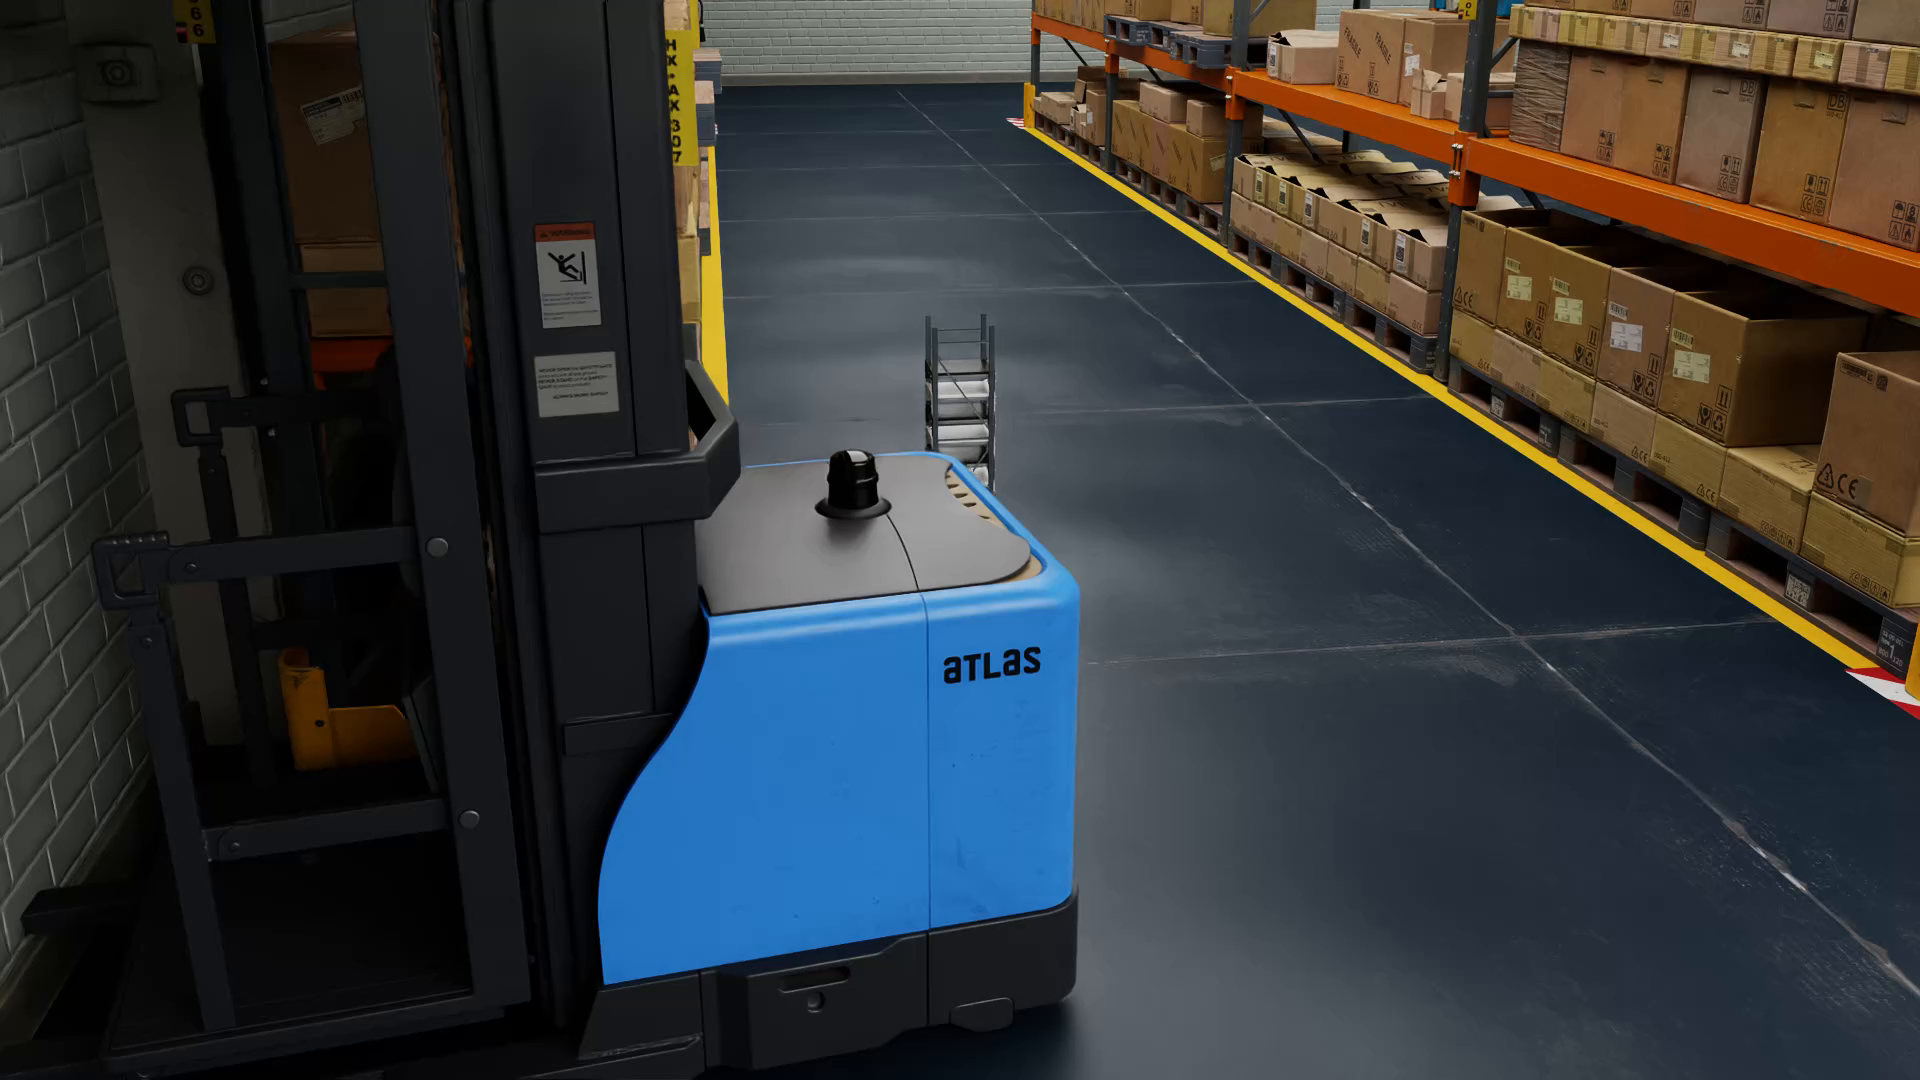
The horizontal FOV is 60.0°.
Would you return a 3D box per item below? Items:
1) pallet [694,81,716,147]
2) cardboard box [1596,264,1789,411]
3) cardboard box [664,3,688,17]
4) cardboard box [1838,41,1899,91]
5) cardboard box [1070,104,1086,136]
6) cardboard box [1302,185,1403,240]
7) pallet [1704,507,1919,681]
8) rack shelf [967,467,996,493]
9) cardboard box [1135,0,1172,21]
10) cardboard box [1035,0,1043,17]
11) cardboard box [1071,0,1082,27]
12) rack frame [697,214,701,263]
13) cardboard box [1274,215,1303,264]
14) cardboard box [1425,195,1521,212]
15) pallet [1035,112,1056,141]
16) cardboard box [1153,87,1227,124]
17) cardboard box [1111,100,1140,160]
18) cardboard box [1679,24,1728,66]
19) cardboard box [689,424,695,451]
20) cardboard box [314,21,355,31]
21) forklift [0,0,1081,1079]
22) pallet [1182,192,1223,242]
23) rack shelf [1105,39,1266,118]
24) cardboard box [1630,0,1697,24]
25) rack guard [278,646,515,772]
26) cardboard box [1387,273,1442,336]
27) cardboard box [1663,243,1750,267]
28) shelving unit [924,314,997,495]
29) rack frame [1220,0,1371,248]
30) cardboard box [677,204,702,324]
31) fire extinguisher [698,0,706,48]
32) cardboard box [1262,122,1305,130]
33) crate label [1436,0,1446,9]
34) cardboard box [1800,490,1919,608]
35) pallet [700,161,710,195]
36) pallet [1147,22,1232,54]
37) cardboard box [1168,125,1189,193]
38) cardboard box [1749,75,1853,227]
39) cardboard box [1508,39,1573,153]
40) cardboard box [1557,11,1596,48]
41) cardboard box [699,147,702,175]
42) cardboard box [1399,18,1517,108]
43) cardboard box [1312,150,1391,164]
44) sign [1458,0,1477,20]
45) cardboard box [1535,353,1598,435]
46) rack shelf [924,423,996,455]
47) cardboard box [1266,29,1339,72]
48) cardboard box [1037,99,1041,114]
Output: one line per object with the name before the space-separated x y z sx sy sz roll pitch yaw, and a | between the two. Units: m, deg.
pallet | -1.784 -2.223 8.656 1.003 0.211 1.213 -3 21 -8
cardboard box | 3.059 -0.857 6.981 0.500 0.500 0.500 -3 21 -8
cardboard box | -1.228 -1.656 5.977 0.500 0.500 0.500 -2 21 -6
cardboard box | 3.306 -1.647 5.769 0.380 0.149 0.250 -3 21 -7
cardboard box | 1.459 -4.451 17.561 0.500 0.311 0.500 -3 21 -8
cardboard box | 2.522 -2.116 10.623 0.500 0.311 0.500 -3 21 -8
pallet | 3.509 0.136 6.050 1.003 0.211 1.213 -3 21 -8
rack shelf | -0.001 -0.225 6.641 0.258 0.077 0.200 -3 21 -8
cardboard box | 1.939 -4.896 14.793 0.700 0.500 0.500 0 20 1
cardboard box | 1.157 -6.327 19.226 0.500 0.500 0.500 -2 21 -7
cardboard box | 1.452 -5.625 17.347 0.500 0.500 0.500 -2 21 -7
rack frame | -2.394 -3.426 11.602 1.000 3.000 0.127 -3 21 -8
cardboard box | 2.446 -2.036 11.210 0.500 0.250 0.500 -3 21 -9
cardboard box | 3.128 -1.972 10.237 0.500 0.311 0.500 -4 21 -10
pallet | 1.481 -4.838 19.369 1.003 0.211 1.213 -3 21 -8
cardboard box | 1.976 -3.749 14.338 0.500 0.250 0.500 -3 21 -9
cardboard box | 1.759 -3.917 15.862 0.500 0.500 0.500 -4 21 -10
cardboard box | 3.158 -2.004 6.725 0.380 0.149 0.250 -3 21 -8
cardboard box | -1.390 -0.389 6.415 0.700 0.500 0.500 -4 21 -11
cardboard box | -1.582 -1.274 4.954 0.500 0.500 0.500 -3 21 -7
forklift | -1.309 -0.298 3.325 3.031 2.935 1.130 -6 21 -16
pallet | 2.437 -2.631 13.460 1.003 0.211 1.213 -3 21 -8
rack shelf | 2.219 -4.033 14.254 1.077 0.370 4.000 -3 21 -8
cardboard box | 3.299 -2.445 6.979 0.700 0.500 0.500 -3 21 -8
rack guard | -1.252 0.488 4.694 1.175 0.500 0.348 -3 21 -8
cardboard box | 2.737 -1.330 9.319 0.500 0.250 0.500 -3 21 -8
cardboard box | 3.503 -1.056 7.514 0.500 0.500 0.500 -3 21 -8
shelving unit | -0.001 -0.424 6.566 0.258 0.900 0.210 -3 21 -8
rack frame | 2.507 -3.677 12.275 1.000 3.000 0.127 -3 21 -8
cardboard box | -0.997 -0.780 4.704 0.500 0.250 0.500 -4 21 -9
fire extinguisher | -3.113 -6.061 19.299 0.296 0.674 0.183 -3 21 -8
cardboard box | 2.576 -3.239 14.046 0.500 0.500 0.500 -3 21 -8
crate label | 5.966 -6.543 20.102 0.416 0.233 0.303 -3 21 -8
cardboard box | 3.291 0.013 5.723 0.500 0.250 0.500 -3 21 -8
pallet | -2.785 -3.241 15.093 1.003 0.211 1.213 -3 21 -8
pallet | 2.222 -4.260 14.110 1.003 0.211 1.213 -3 21 -8
cardboard box | 2.066 -3.204 13.950 0.500 0.500 0.500 -4 21 -10
cardboard box | 3.459 -1.470 6.223 0.700 0.500 0.500 -3 21 -7
cardboard box | 3.154 -2.186 8.139 0.700 0.500 0.500 -3 21 -9
cardboard box | 3.006 -2.364 7.689 0.380 0.149 0.250 -3 21 -9
cardboard box | -2.618 -3.475 14.204 0.750 0.750 0.750 -2 21 -6
cardboard box | 2.913 -2.788 9.752 0.500 0.500 0.500 -1 21 -4
cardboard box | 2.826 -2.680 12.132 0.500 0.311 0.500 -2 21 -6
sign | 2.548 -2.767 8.295 0.100 0.325 0.005 -3 21 -8
cardboard box | 2.984 -0.678 7.575 0.500 0.250 0.500 -3 21 -8
rack shelf | -0.001 -0.393 6.578 0.258 0.077 0.200 -3 21 -8
cardboard box | 2.516 -3.507 11.947 0.500 0.311 0.500 -2 21 -4
cardboard box | 1.110 -5.077 19.443 0.380 0.166 0.250 -3 21 -8
